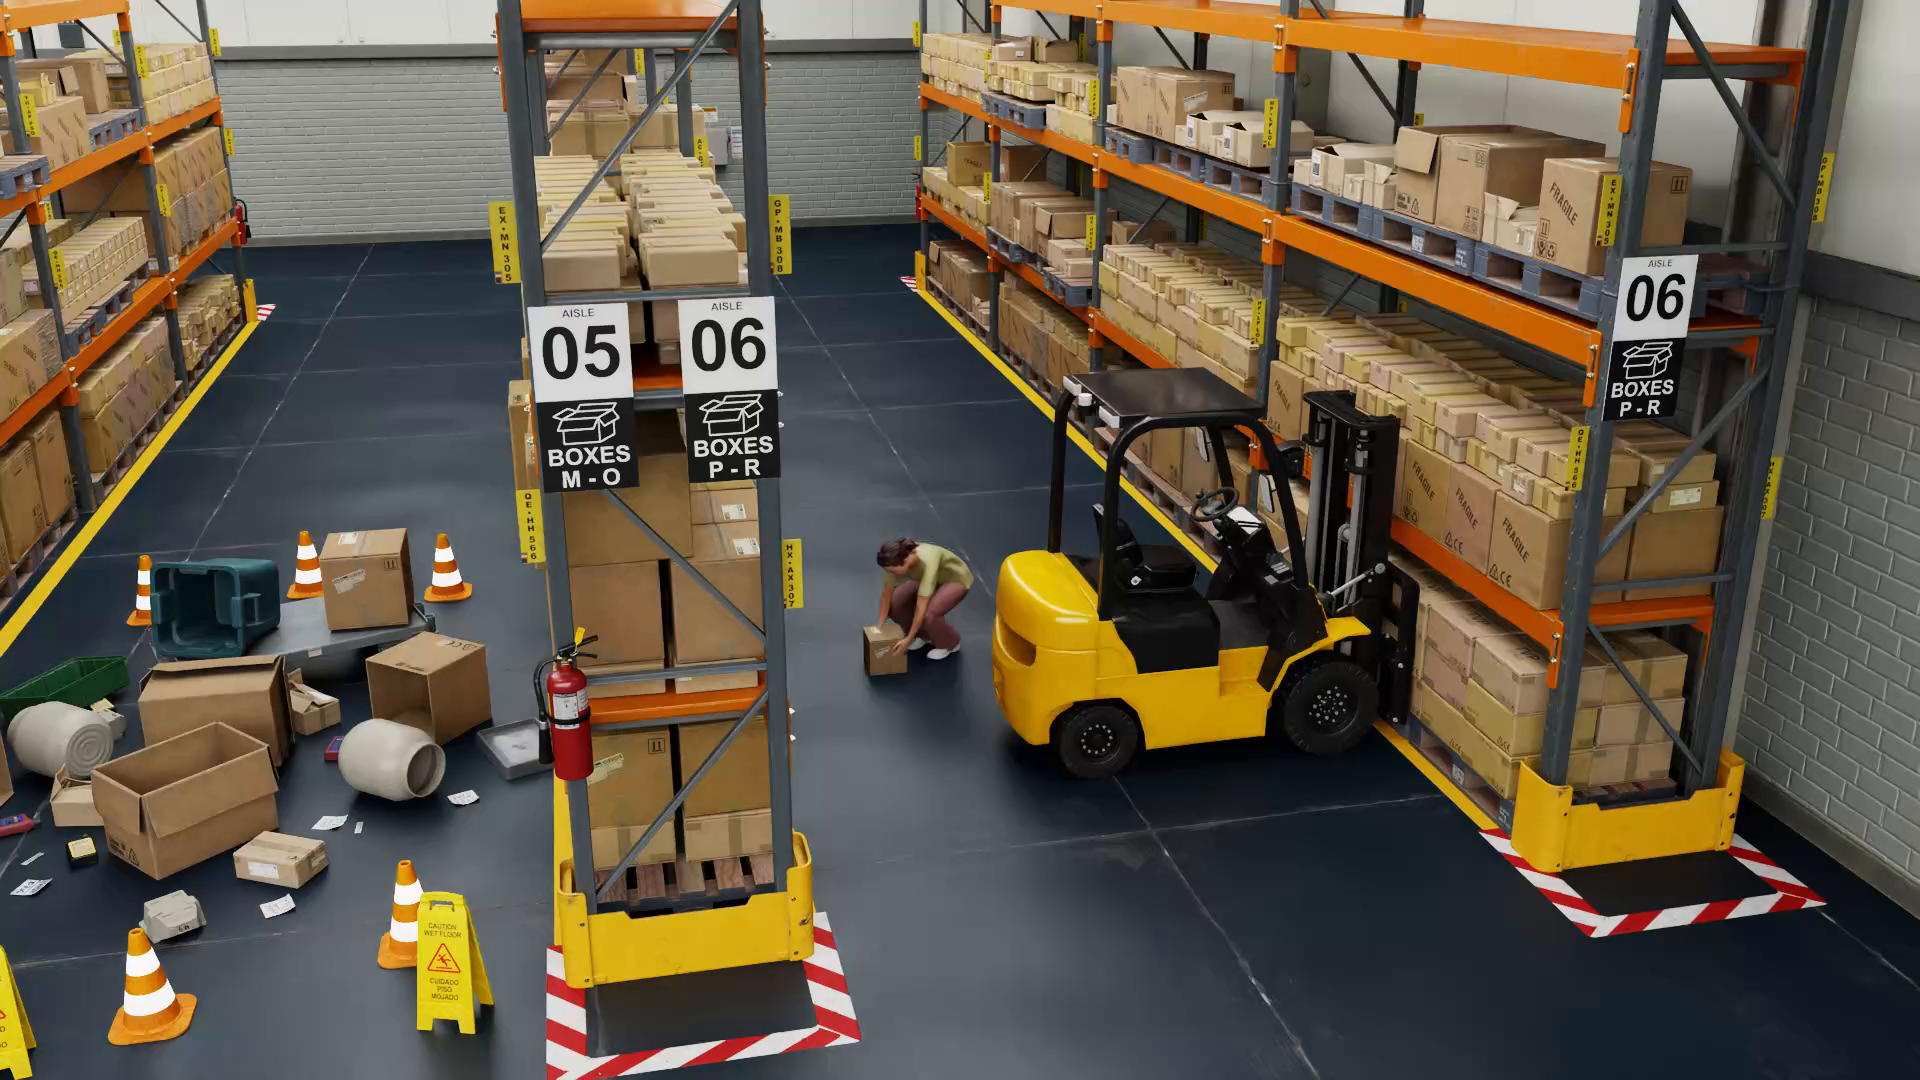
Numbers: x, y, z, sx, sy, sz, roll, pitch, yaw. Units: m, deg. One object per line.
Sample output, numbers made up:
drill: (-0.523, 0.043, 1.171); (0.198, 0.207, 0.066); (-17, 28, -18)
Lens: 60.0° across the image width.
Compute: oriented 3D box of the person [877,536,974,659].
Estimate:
person: (-0.252, 0.361, 11.203); (0.796, 0.911, 0.491); (-17, 26, -40)
